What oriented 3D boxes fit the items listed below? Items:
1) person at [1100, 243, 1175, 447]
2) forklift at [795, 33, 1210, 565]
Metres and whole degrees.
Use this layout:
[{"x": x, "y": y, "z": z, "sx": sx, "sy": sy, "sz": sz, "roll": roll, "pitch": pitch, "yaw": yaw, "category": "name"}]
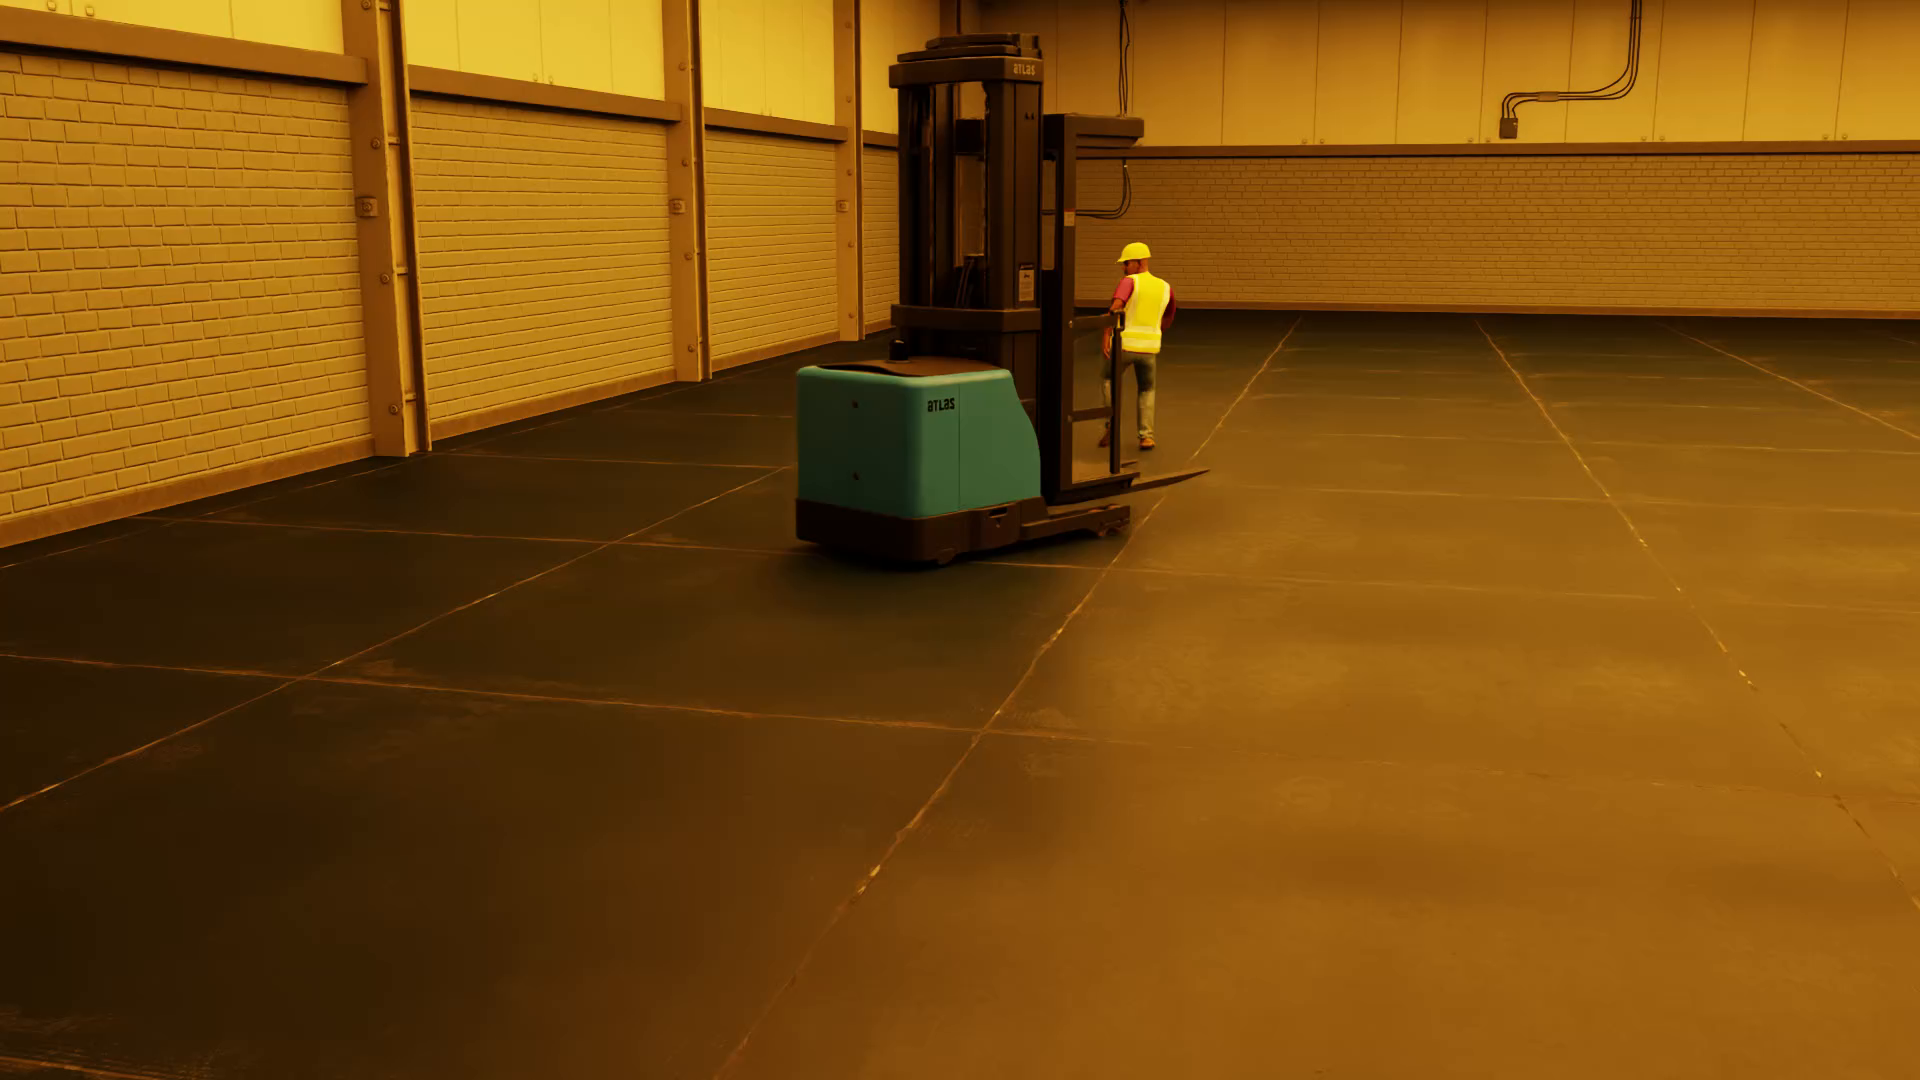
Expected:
[{"x": 1.440, "y": -1.590, "z": 13.756, "sx": 0.753, "sy": 1.714, "sz": 0.753, "roll": -2, "pitch": 12, "yaw": -12, "category": "person"}, {"x": 0.416, "y": -1.526, "z": 10.217, "sx": 1.130, "sy": 2.935, "sz": 3.031, "roll": 11, "pitch": 16, "yaw": 43, "category": "forklift"}]
